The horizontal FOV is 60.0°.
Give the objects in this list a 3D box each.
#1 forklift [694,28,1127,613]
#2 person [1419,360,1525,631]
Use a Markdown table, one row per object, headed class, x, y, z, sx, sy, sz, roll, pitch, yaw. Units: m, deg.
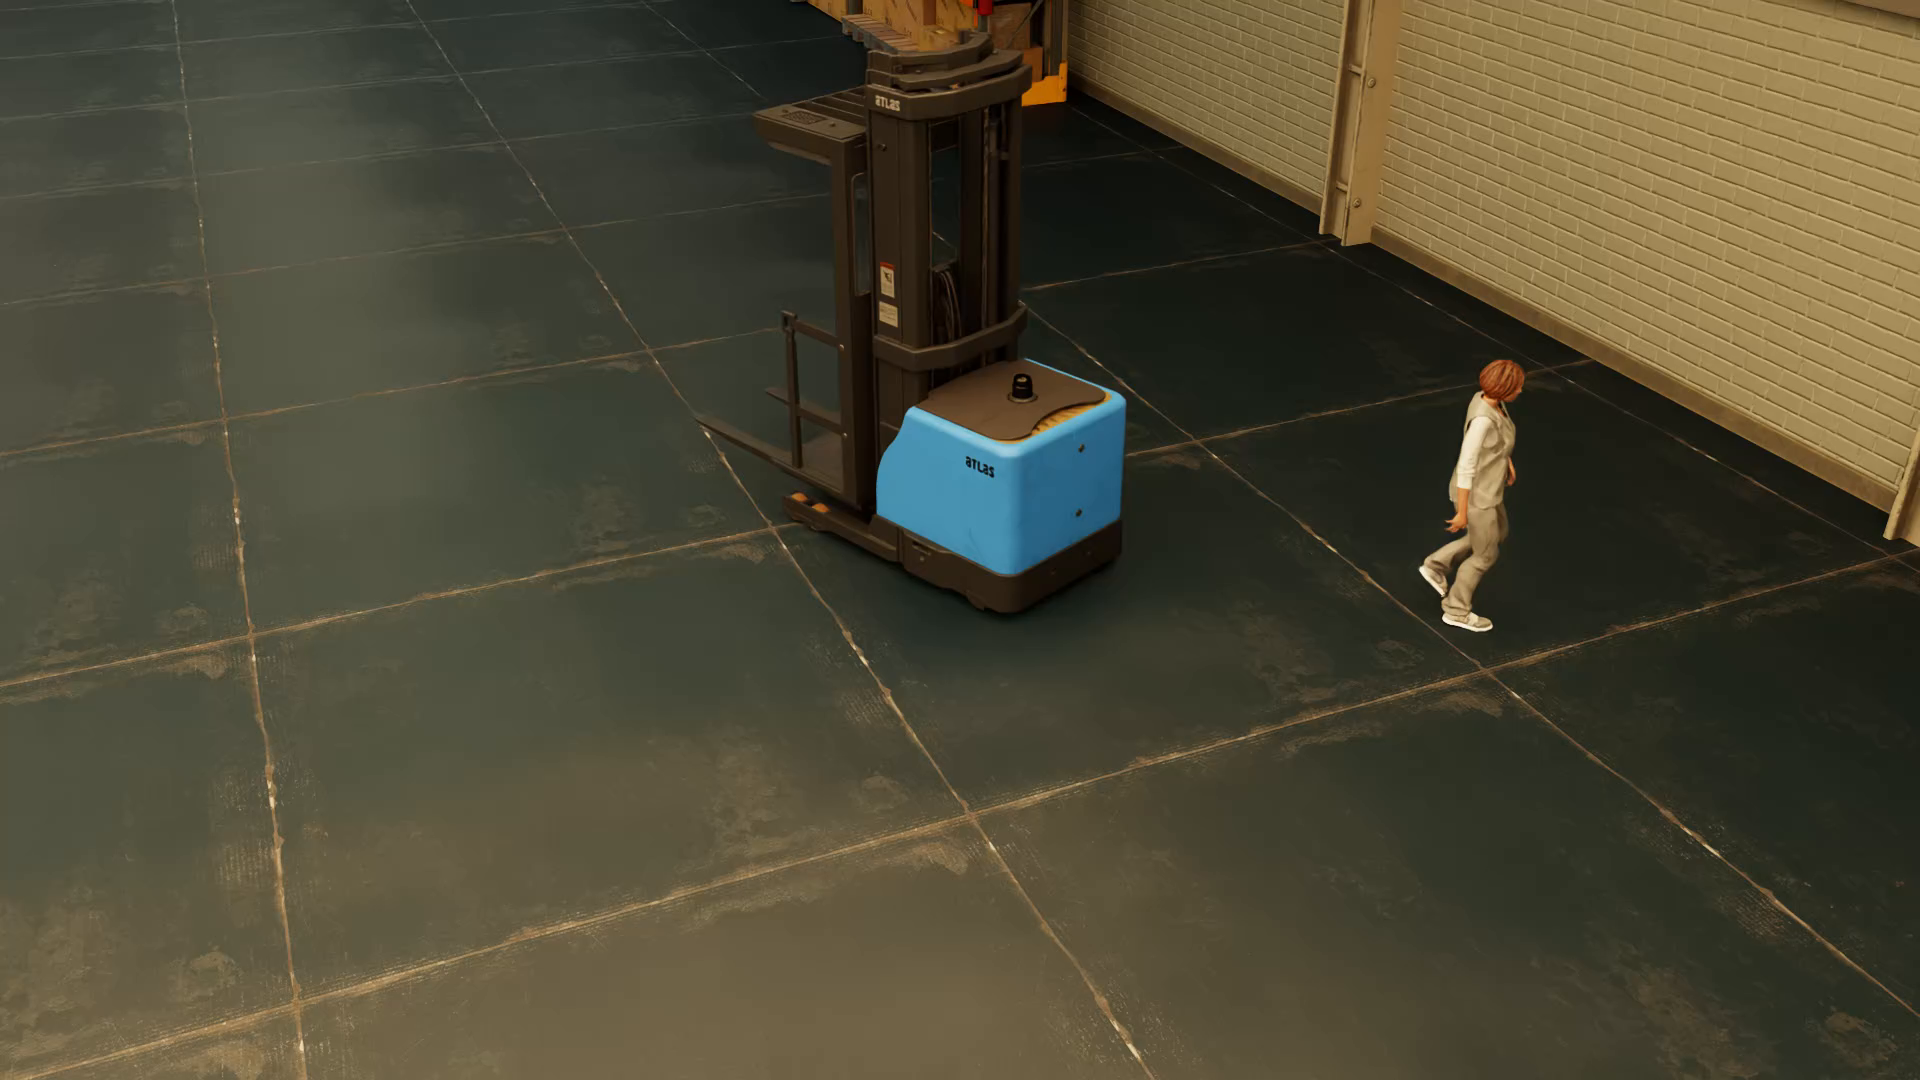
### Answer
| class | x | y | z | sx | sy | sz | roll | pitch | yaw |
| --- | --- | --- | --- | --- | --- | --- | --- | --- | --- |
| forklift | -0.454 | -1.492 | 9.729 | 3.031 | 2.935 | 1.130 | 26 | 39 | 37 |
| person | 2.761 | -0.246 | 8.919 | 0.443 | 1.579 | 0.600 | 8 | 31 | 13 |
